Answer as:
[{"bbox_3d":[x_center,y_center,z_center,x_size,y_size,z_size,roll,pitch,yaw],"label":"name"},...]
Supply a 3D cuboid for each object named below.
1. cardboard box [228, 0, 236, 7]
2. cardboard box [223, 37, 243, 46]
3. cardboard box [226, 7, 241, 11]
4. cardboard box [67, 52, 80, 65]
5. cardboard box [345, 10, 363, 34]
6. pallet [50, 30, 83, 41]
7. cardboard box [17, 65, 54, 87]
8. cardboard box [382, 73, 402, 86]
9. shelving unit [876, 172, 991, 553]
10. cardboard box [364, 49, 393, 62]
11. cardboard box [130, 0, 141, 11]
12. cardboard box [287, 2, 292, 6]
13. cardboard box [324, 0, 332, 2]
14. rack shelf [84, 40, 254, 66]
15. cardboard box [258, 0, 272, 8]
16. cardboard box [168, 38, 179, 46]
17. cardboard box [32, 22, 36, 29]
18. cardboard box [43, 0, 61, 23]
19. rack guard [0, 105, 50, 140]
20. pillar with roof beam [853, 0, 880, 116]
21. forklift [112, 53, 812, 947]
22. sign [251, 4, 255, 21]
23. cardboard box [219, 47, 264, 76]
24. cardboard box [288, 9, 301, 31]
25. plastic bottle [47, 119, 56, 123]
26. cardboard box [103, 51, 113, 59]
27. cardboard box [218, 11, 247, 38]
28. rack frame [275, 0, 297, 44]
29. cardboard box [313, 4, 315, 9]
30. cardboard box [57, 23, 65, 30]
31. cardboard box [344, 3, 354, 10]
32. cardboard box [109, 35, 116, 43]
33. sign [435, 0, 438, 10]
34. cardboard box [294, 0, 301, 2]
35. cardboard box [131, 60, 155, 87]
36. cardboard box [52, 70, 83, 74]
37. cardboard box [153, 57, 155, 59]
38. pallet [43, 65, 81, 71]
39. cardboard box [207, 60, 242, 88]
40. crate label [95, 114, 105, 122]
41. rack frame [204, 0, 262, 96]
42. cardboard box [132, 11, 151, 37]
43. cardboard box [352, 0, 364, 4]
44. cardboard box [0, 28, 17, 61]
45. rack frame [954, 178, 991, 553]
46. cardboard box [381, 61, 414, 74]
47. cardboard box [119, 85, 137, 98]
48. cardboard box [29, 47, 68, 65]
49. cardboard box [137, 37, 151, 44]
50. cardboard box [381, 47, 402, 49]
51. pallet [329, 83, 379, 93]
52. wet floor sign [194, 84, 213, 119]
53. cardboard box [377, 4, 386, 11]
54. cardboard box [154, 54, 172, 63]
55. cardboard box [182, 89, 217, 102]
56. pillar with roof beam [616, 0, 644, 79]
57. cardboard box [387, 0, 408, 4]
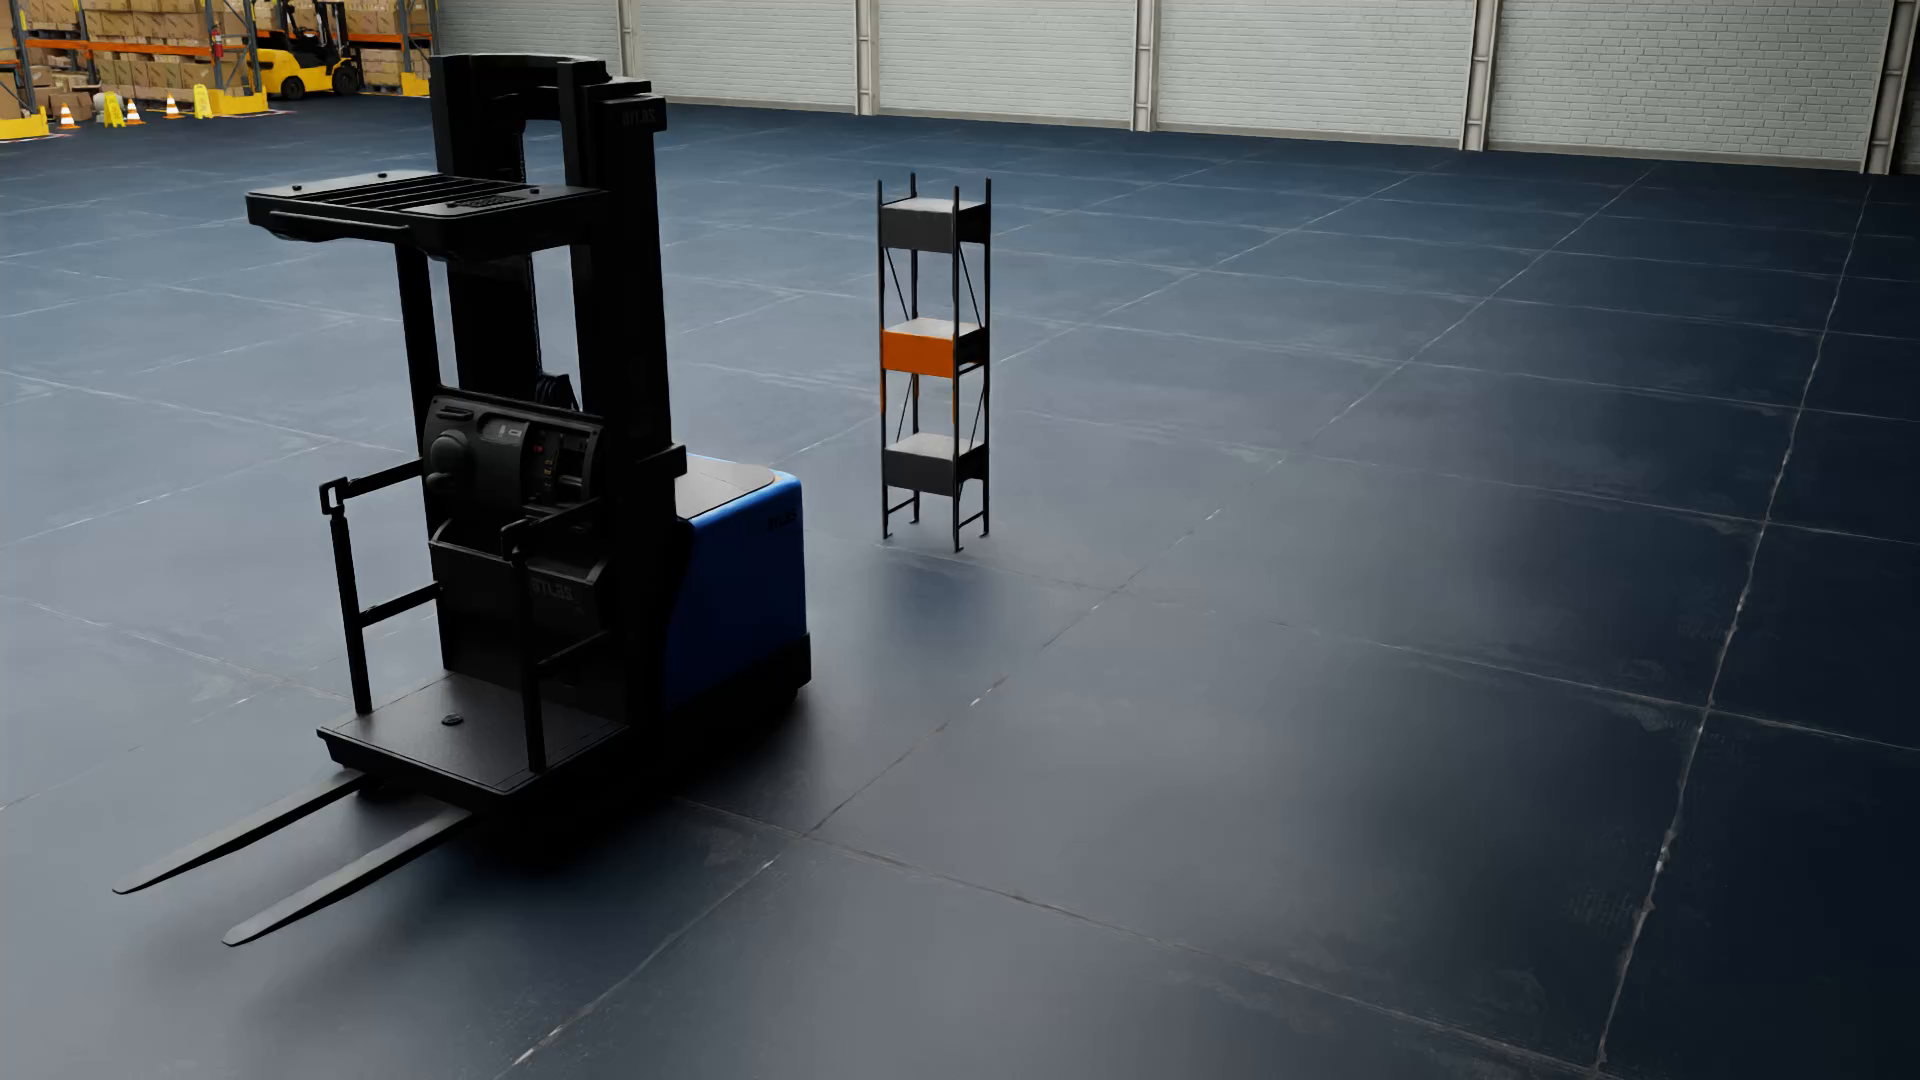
[{"bbox_3d":[-17.193,-12.790,39.627,0.250,0.149,0.380,11,23,28],"label":"cardboard box"},{"bbox_3d":[-14.778,-10.100,33.678,0.250,0.149,0.380,11,23,28],"label":"cardboard box"},{"bbox_3d":[-17.106,-12.584,39.644,0.500,0.250,0.500,11,23,28],"label":"cardboard box"},{"bbox_3d":[-23.102,-12.688,43.770,0.500,0.311,0.500,12,23,29],"label":"cardboard box"},{"bbox_3d":[-13.618,-11.803,37.858,0.500,0.500,0.500,10,22,26],"label":"cardboard box"},{"bbox_3d":[-18.670,-10.845,35.646,1.213,0.211,1.003,11,23,27],"label":"pallet"},{"bbox_3d":[-18.916,-9.411,33.966,0.500,0.500,0.500,11,23,27],"label":"cardboard box"},{"bbox_3d":[-12.729,-10.467,37.739,0.500,0.250,0.500,11,23,28],"label":"cardboard box"},{"bbox_3d":[-0.145,-1.015,9.583,0.503,2.100,0.431,11,23,27],"label":"shelving unit"},{"bbox_3d":[-13.167,-11.020,37.796,0.500,0.250,0.500,11,23,28],"label":"cardboard box"},{"bbox_3d":[-16.436,-11.042,33.857,0.500,0.500,0.700,11,22,27],"label":"cardboard box"},{"bbox_3d":[-15.507,-12.464,38.729,0.250,0.149,0.380,10,22,26],"label":"cardboard box"},{"bbox_3d":[-14.360,-12.403,38.125,0.250,0.149,0.380,11,23,27],"label":"cardboard box"},{"bbox_3d":[-16.328,-10.094,34.349,4.000,0.370,1.077,11,23,27],"label":"rack shelf"},{"bbox_3d":[-16.297,-12.624,39.169,0.250,0.149,0.380,10,22,27],"label":"cardboard box"},{"bbox_3d":[-15.741,-10.072,33.602,0.250,0.149,0.380,11,23,28],"label":"cardboard box"},{"bbox_3d":[-19.721,-11.096,35.809,0.250,0.149,0.380,10,22,25],"label":"cardboard box"},{"bbox_3d":[-19.023,-11.240,35.254,0.500,0.500,0.500,11,23,28],"label":"cardboard box"},{"bbox_3d":[-16.887,-7.431,29.616,0.348,0.500,1.175,11,23,27],"label":"rack guard"},{"bbox_3d":[-3.956,-11.505,28.387,0.400,9.000,9.100,11,23,27],"label":"pillar with roof beam"},{"bbox_3d":[-1.902,-0.323,6.458,1.130,2.935,3.031,12,23,29],"label":"forklift"},{"bbox_3d":[-14.318,-10.669,33.608,0.005,0.325,0.100,11,23,27],"label":"sign"},{"bbox_3d":[-17.449,-11.664,40.487,0.625,0.625,0.875,10,22,25],"label":"cardboard box"},{"bbox_3d":[-15.397,-12.139,38.784,0.500,0.500,0.500,10,22,26],"label":"cardboard box"},{"bbox_3d":[-17.601,-8.087,32.071,0.283,0.061,0.133,3,20,9],"label":"plastic bottle"},{"bbox_3d":[-21.425,-12.279,42.366,0.500,0.500,0.500,10,22,26],"label":"cardboard box"},{"bbox_3d":[-14.860,-10.448,33.687,0.500,0.500,0.500,10,22,26],"label":"cardboard box"},{"bbox_3d":[-15.657,-12.244,39.219,0.127,3.000,1.000,11,23,27],"label":"rack frame"},{"bbox_3d":[-14.631,-12.279,38.220,0.250,0.149,0.380,11,22,27],"label":"cardboard box"},{"bbox_3d":[-18.880,-10.897,35.260,0.250,0.149,0.380,10,22,26],"label":"cardboard box"},{"bbox_3d":[-13.736,-12.111,37.755,0.250,0.149,0.380,11,23,28],"label":"cardboard box"},{"bbox_3d":[-17.463,-10.438,34.609,0.250,0.149,0.380,11,23,27],"label":"cardboard box"},{"bbox_3d":[-11.889,-12.187,37.677,0.005,0.325,0.100,11,23,27],"label":"sign"},{"bbox_3d":[-15.242,-12.583,38.620,0.250,0.149,0.380,11,23,28],"label":"cardboard box"},{"bbox_3d":[-16.766,-9.672,34.446,0.500,0.500,0.500,12,23,30],"label":"cardboard box"},{"bbox_3d":[-19.770,-10.047,36.403,0.625,0.372,0.950,12,23,29],"label":"cardboard box"},{"bbox_3d":[-16.982,-9.920,35.130,0.500,0.500,0.500,11,23,28],"label":"cardboard box"},{"bbox_3d":[-23.240,-12.377,43.678,1.213,0.211,1.003,11,23,27],"label":"pallet"},{"bbox_3d":[-15.172,-9.578,34.186,0.500,0.500,0.500,10,22,26],"label":"cardboard box"},{"bbox_3d":[-16.548,-8.167,32.179,0.298,0.136,0.250,0,20,-1],"label":"crate label"},{"bbox_3d":[-14.582,-10.100,33.310,0.127,3.000,1.000,11,23,27],"label":"rack frame"},{"bbox_3d":[-16.493,-10.554,33.978,0.500,0.500,0.500,11,23,28],"label":"cardboard box"},{"bbox_3d":[-13.515,-12.208,37.587,0.250,0.149,0.380,11,23,29],"label":"cardboard box"},{"bbox_3d":[-17.254,-8.728,29.308,0.550,0.550,0.875,11,23,27],"label":"cardboard box"},{"bbox_3d":[0.069,-0.974,9.471,0.015,2.100,0.400,11,23,27],"label":"rack frame"},{"bbox_3d":[-12.742,-10.706,37.664,0.500,0.250,0.500,10,22,27],"label":"cardboard box"},{"bbox_3d":[-17.219,-9.406,34.813,0.500,0.250,0.500,12,23,30],"label":"cardboard box"},{"bbox_3d":[-24.012,-12.805,43.817,0.500,0.500,0.700,10,22,25],"label":"cardboard box"},{"bbox_3d":[-16.610,-10.250,34.092,0.250,0.149,0.380,11,23,27],"label":"cardboard box"},{"bbox_3d":[-12.930,-11.171,38.214,0.500,0.250,0.500,11,23,27],"label":"cardboard box"},{"bbox_3d":[-13.914,-10.585,38.737,1.213,0.211,1.003,11,23,27],"label":"pallet"},{"bbox_3d":[-14.938,-8.643,32.746,0.267,0.644,0.232,-16,26,-38],"label":"wet floor sign"},{"bbox_3d":[-12.842,-11.938,37.279,0.250,0.149,0.380,11,23,28],"label":"cardboard box"},{"bbox_3d":[-16.209,-9.846,33.975,0.250,0.149,0.380,12,23,30],"label":"cardboard box"},{"bbox_3d":[-15.440,-9.063,33.868,0.500,0.250,0.500,11,23,27],"label":"cardboard box"},{"bbox_3d":[-9.194,-12.503,31.137,0.400,9.000,9.100,11,23,27],"label":"pillar with roof beam"},{"bbox_3d":[-12.580,-12.067,37.198,0.250,0.149,0.380,11,23,27],"label":"cardboard box"}]
